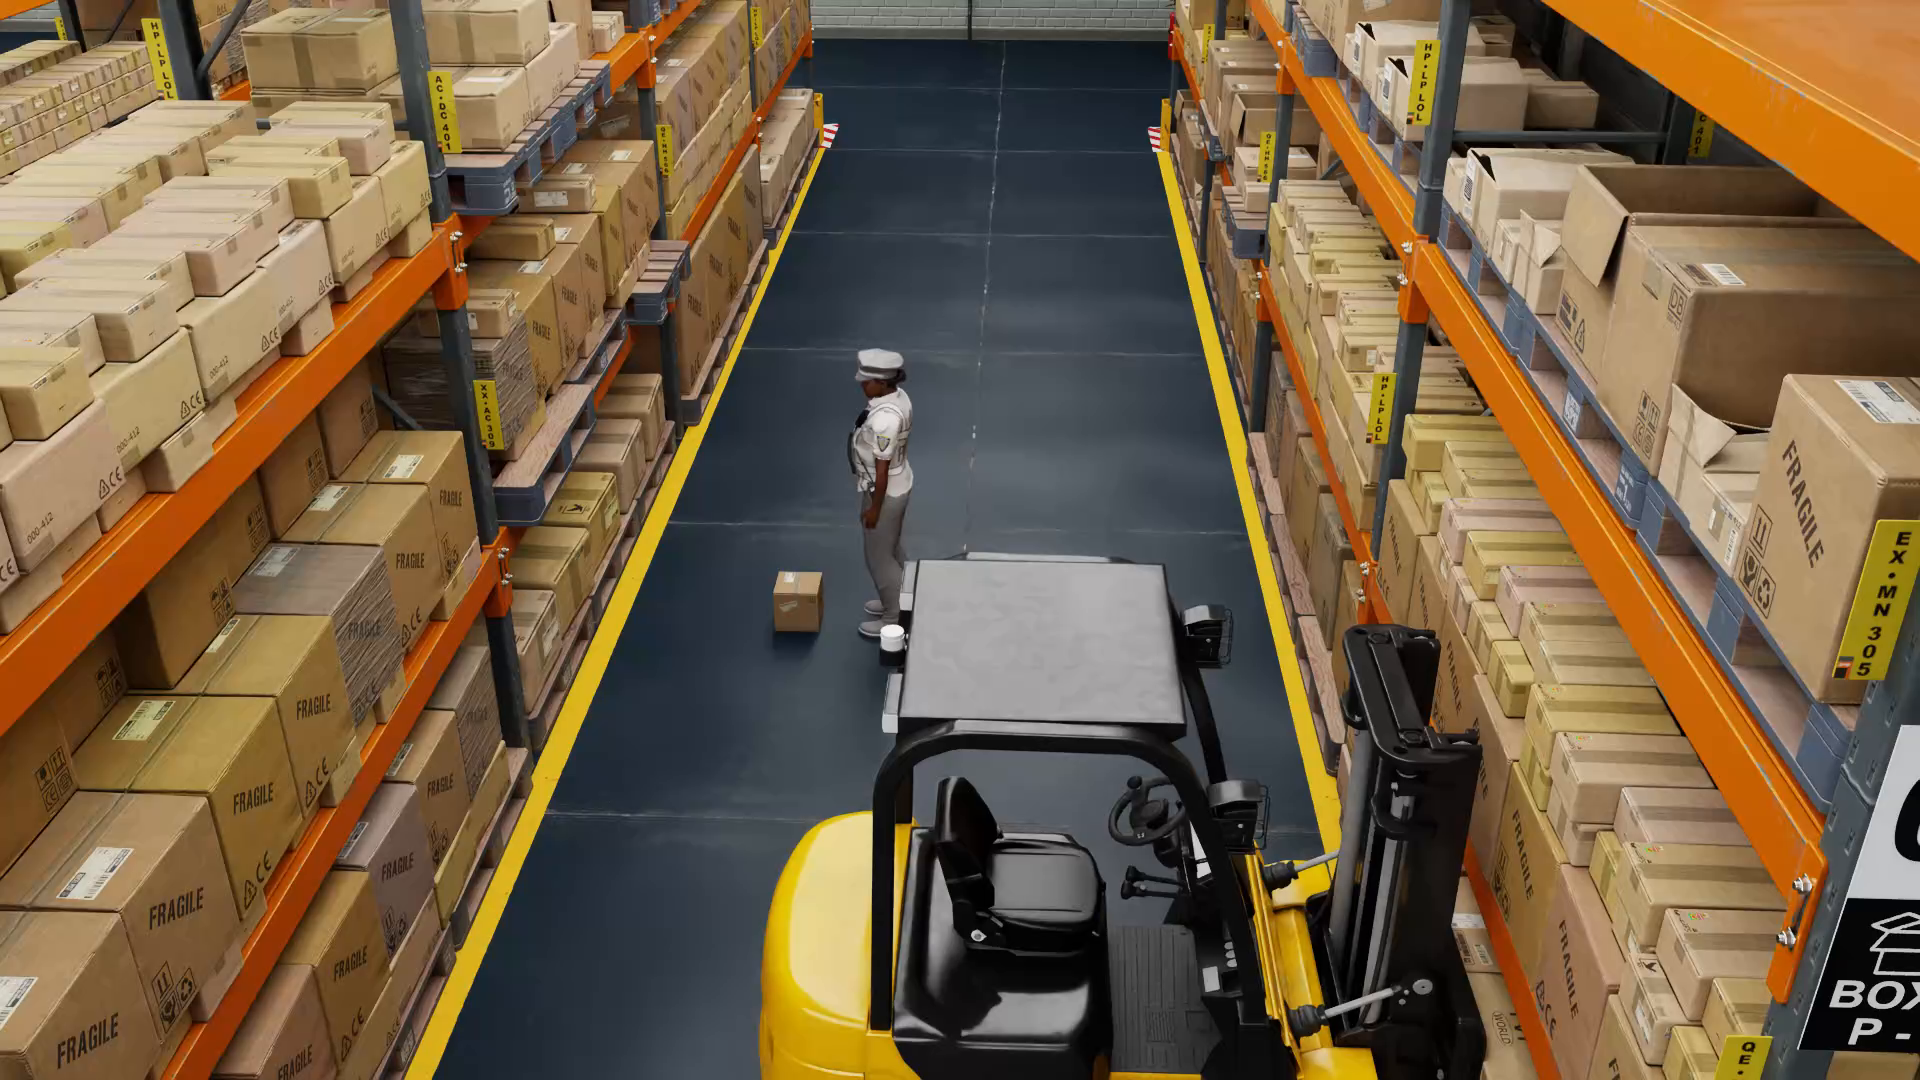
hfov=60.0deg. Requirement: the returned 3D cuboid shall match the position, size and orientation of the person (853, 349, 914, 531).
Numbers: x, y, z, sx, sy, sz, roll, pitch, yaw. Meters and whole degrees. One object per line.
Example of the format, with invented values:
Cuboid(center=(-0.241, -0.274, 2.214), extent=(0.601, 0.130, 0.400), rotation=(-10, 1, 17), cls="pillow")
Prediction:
Cuboid(center=(-0.411, -0.546, 8.937), extent=(0.318, 0.982, 0.434), rotation=(2, 28, 3), cls="person")
